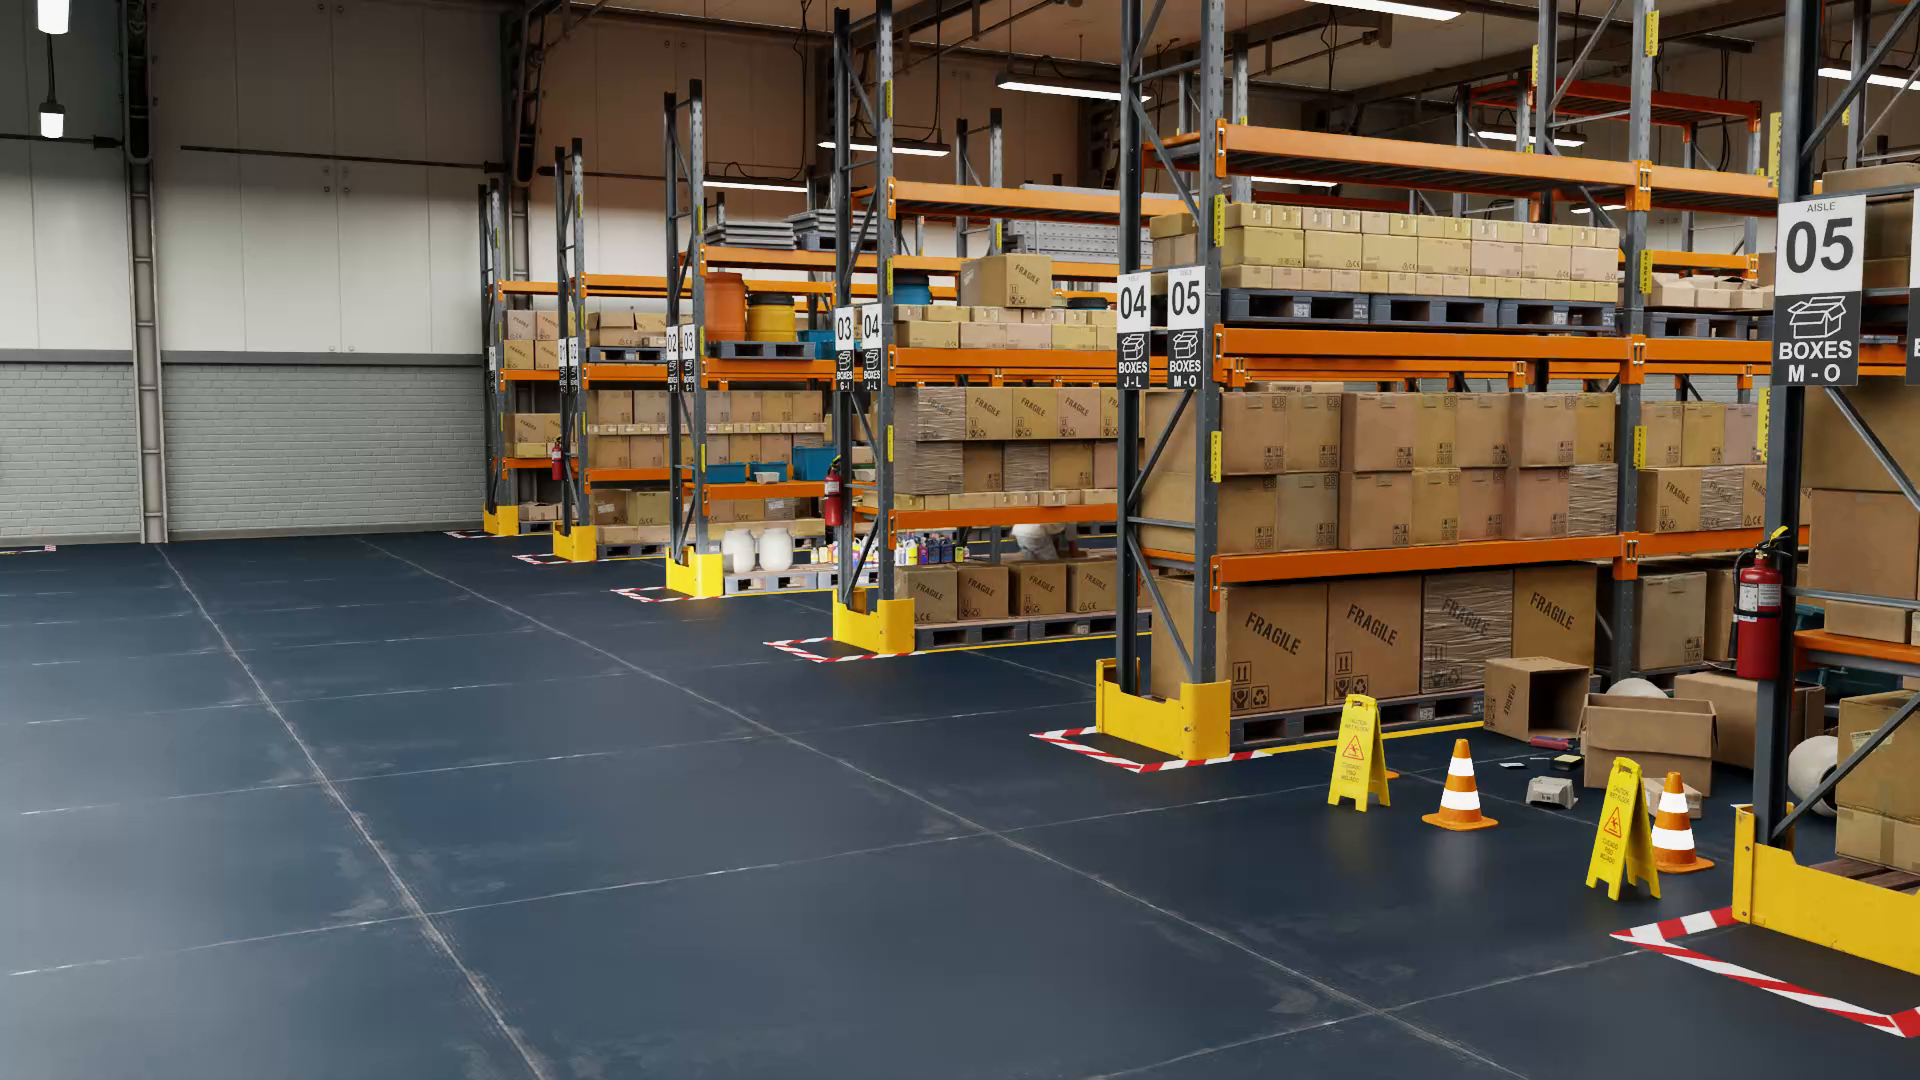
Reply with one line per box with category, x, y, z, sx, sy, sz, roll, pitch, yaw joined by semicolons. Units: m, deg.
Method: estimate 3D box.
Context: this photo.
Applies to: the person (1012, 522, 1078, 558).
person;1.031;0.146;18.523;0.953;1.239;0.504;-3;6;-31
